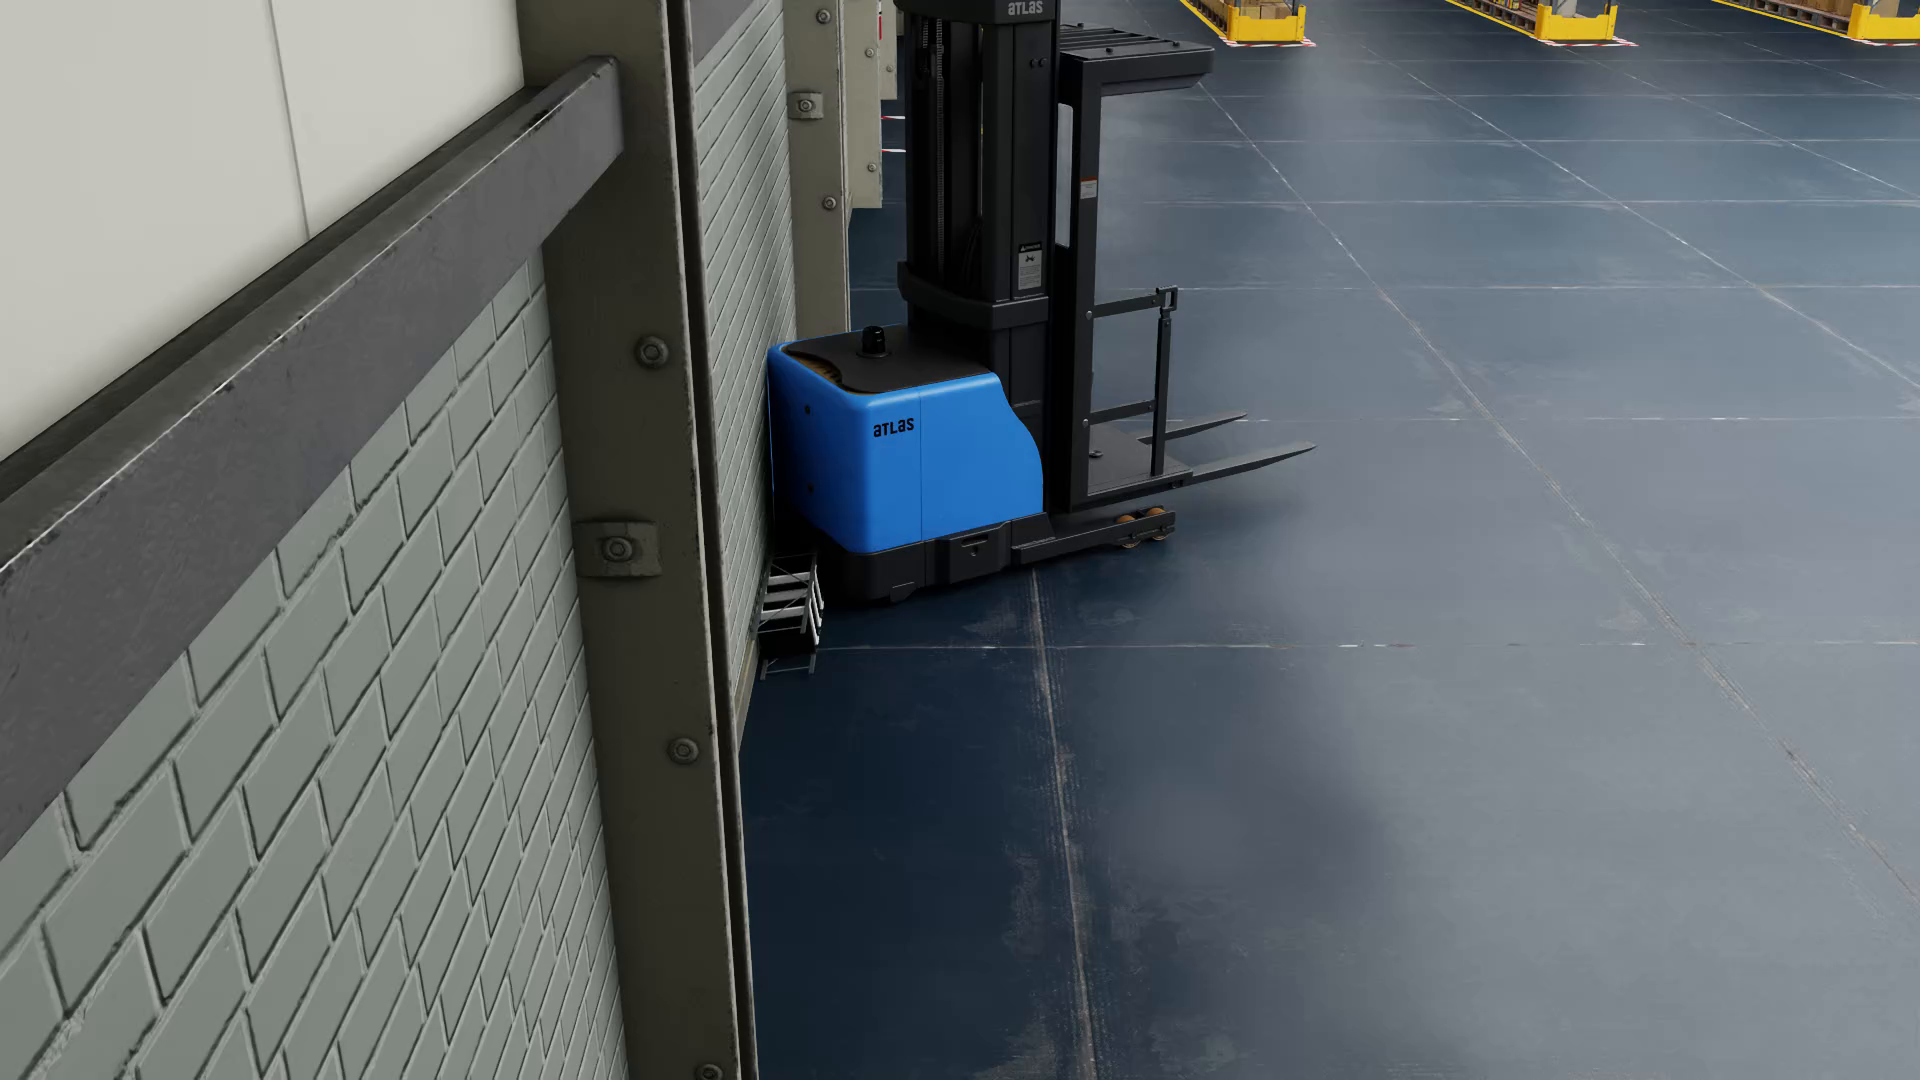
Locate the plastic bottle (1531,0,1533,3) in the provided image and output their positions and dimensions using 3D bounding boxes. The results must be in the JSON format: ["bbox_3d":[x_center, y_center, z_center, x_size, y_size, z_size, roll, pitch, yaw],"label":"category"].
[{"bbox_3d":[9.904,-9.405,28.667,0.061,0.283,0.133,0,24,-1],"label":"plastic bottle"}]

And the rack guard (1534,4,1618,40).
[{"bbox_3d":[9.701,-8.173,26.215,1.175,0.500,0.348,0,24,-1],"label":"rack guard"}]

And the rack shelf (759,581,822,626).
[{"bbox_3d":[-0.788,0.314,7.753,0.258,0.200,0.077,-8,24,3],"label":"rack shelf"}]

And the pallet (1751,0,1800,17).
[{"bbox_3d":[14.701,-9.404,29.287,1.003,0.211,1.213,0,24,-1],"label":"pallet"}]

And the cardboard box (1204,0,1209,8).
[{"bbox_3d":[4.455,-9.243,28.373,0.500,0.250,0.500,0,24,-1],"label":"cardboard box"}]

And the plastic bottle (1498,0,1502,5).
[{"bbox_3d":[9.306,-9.335,28.431,0.144,0.351,0.185,0,24,-1],"label":"plastic bottle"}]

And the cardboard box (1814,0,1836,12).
[{"bbox_3d":[14.683,-9.117,27.793,0.500,0.500,0.500,2,24,4],"label":"cardboard box"}]

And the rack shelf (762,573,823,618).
[{"bbox_3d":[-0.789,0.277,7.835,0.258,0.200,0.077,-8,24,3],"label":"rack shelf"}]

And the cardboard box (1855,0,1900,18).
[{"bbox_3d":[14.712,-8.613,26.678,0.500,0.500,0.500,4,25,9],"label":"cardboard box"}]

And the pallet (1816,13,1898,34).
[{"bbox_3d":[14.727,-8.399,27.064,1.003,0.211,1.213,0,24,-1],"label":"pallet"}]

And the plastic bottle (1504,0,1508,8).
[{"bbox_3d":[9.314,-9.156,28.127,0.152,0.276,0.135,-1,24,-2],"label":"plastic bottle"}]

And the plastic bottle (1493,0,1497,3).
[{"bbox_3d":[9.262,-9.412,28.682,0.061,0.283,0.133,1,24,2],"label":"plastic bottle"}]

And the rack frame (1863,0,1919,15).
[{"bbox_3d":[14.702,-9.303,25.680,1.000,3.000,0.127,0,24,-1],"label":"rack frame"}]

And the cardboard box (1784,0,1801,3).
[{"bbox_3d":[14.636,-9.603,28.866,0.500,0.500,0.500,8,25,16],"label":"cardboard box"}]

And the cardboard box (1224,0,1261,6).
[{"bbox_3d":[4.493,-8.760,26.396,0.500,0.500,0.500,0,24,-1],"label":"cardboard box"}]

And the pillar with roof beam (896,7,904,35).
[{"bbox_3d":[3.275,-12.274,24.968,9.100,9.000,0.400,0,24,-1],"label":"pillar with roof beam"}]

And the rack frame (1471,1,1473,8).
[{"bbox_3d":[9.705,-10.929,29.275,1.000,3.000,0.127,0,24,-1],"label":"rack frame"}]

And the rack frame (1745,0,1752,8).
[{"bbox_3d":[14.658,-10.952,29.324,1.000,3.000,0.127,0,24,-1],"label":"rack frame"}]

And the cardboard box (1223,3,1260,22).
[{"bbox_3d":[4.495,-8.418,26.551,0.500,0.250,0.500,0,24,-1],"label":"cardboard box"}]

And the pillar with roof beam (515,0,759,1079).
[{"bbox_3d":[3.537,-2.384,3.102,9.100,9.000,0.400,0,24,-1],"label":"pillar with roof beam"}]

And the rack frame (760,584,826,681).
[{"bbox_3d":[-0.773,0.420,7.765,0.240,0.006,0.900,-8,24,3],"label":"rack frame"}]

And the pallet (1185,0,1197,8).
[{"bbox_3d":[4.705,-9.941,30.475,1.003,0.211,1.213,0,24,-1],"label":"pallet"}]

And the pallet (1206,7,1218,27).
[{"bbox_3d":[4.735,-8.806,27.965,1.003,0.211,1.213,0,24,-1],"label":"pallet"}]

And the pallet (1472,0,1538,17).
[{"bbox_3d":[9.671,-9.382,29.237,1.003,0.211,1.213,0,24,-1],"label":"pallet"}]

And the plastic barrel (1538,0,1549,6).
[{"bbox_3d":[9.660,-8.816,27.112,0.421,0.512,0.421,0,24,0],"label":"plastic barrel"}]

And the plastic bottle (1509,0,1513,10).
[{"bbox_3d":[9.271,-9.047,27.875,0.061,0.283,0.133,0,24,1],"label":"plastic bottle"}]

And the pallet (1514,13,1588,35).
[{"bbox_3d":[9.698,-8.376,27.014,1.003,0.211,1.213,0,24,-1],"label":"pallet"}]

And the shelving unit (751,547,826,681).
[{"bbox_3d":[-0.787,0.328,7.723,0.258,0.210,0.900,-8,24,3],"label":"shelving unit"}]

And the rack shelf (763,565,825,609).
[{"bbox_3d":[-0.790,0.240,7.917,0.258,0.200,0.077,-8,24,3],"label":"rack shelf"}]

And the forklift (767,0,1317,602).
[{"bbox_3d":[0.543,-1.467,8.437,3.031,2.935,1.130,-14,28,-28],"label":"forklift"}]

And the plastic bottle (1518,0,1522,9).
[{"bbox_3d":[9.422,-9.103,28.000,0.061,0.283,0.133,0,24,-1],"label":"plastic bottle"}]

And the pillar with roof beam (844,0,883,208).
[{"bbox_3d":[3.406,-7.329,14.035,9.100,9.000,0.400,0,24,-1],"label":"pillar with roof beam"}]

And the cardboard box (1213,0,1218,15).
[{"bbox_3d":[4.470,-8.830,27.462,0.500,0.250,0.500,0,24,-1],"label":"cardboard box"}]
